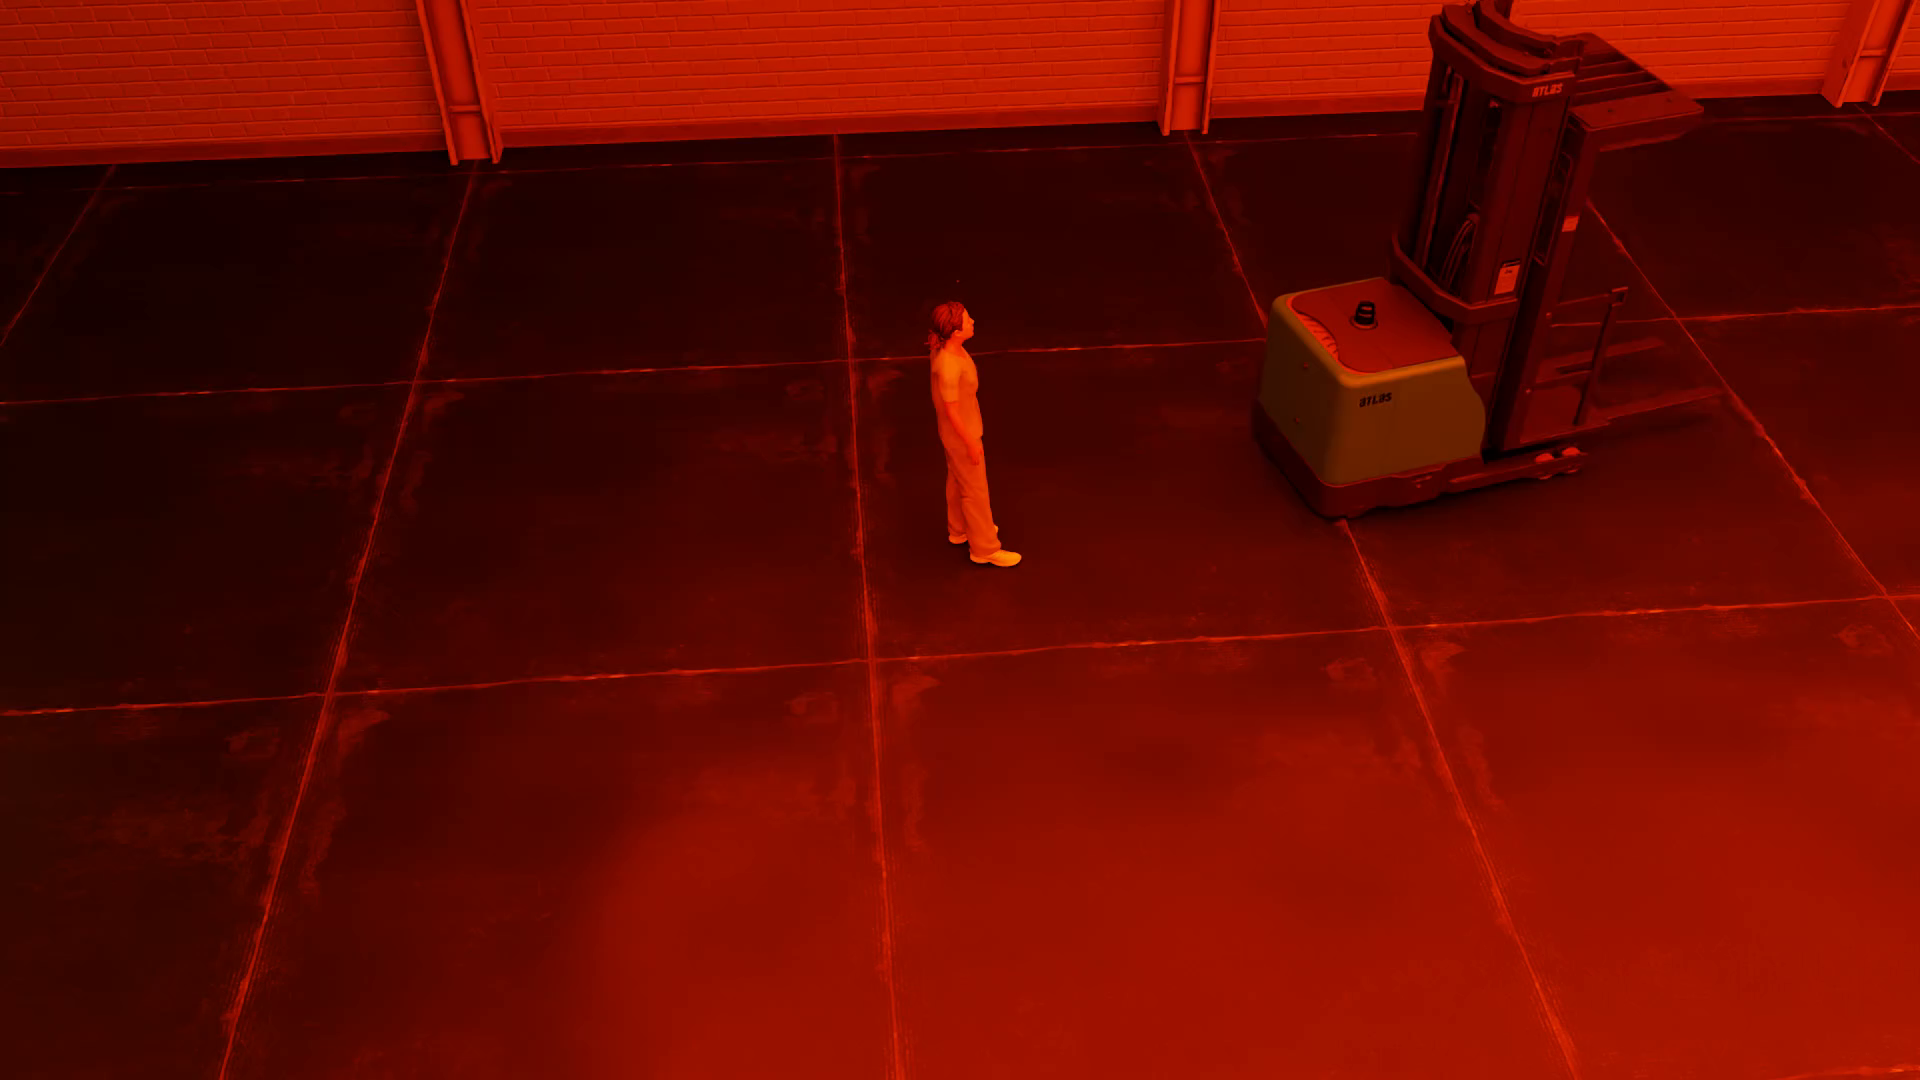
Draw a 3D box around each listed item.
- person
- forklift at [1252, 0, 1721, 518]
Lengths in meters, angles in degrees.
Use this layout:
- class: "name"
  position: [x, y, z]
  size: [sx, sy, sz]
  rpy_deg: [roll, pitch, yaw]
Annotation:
- class: "person"
  position: [0.075, -0.638, 9.638]
  size: [0.548, 1.673, 0.549]
  rpy_deg: [-3, 41, -4]
- class: "forklift"
  position: [3.494, -1.817, 10.063]
  size: [3.031, 2.935, 1.130]
  rpy_deg: [-12, 42, -14]
